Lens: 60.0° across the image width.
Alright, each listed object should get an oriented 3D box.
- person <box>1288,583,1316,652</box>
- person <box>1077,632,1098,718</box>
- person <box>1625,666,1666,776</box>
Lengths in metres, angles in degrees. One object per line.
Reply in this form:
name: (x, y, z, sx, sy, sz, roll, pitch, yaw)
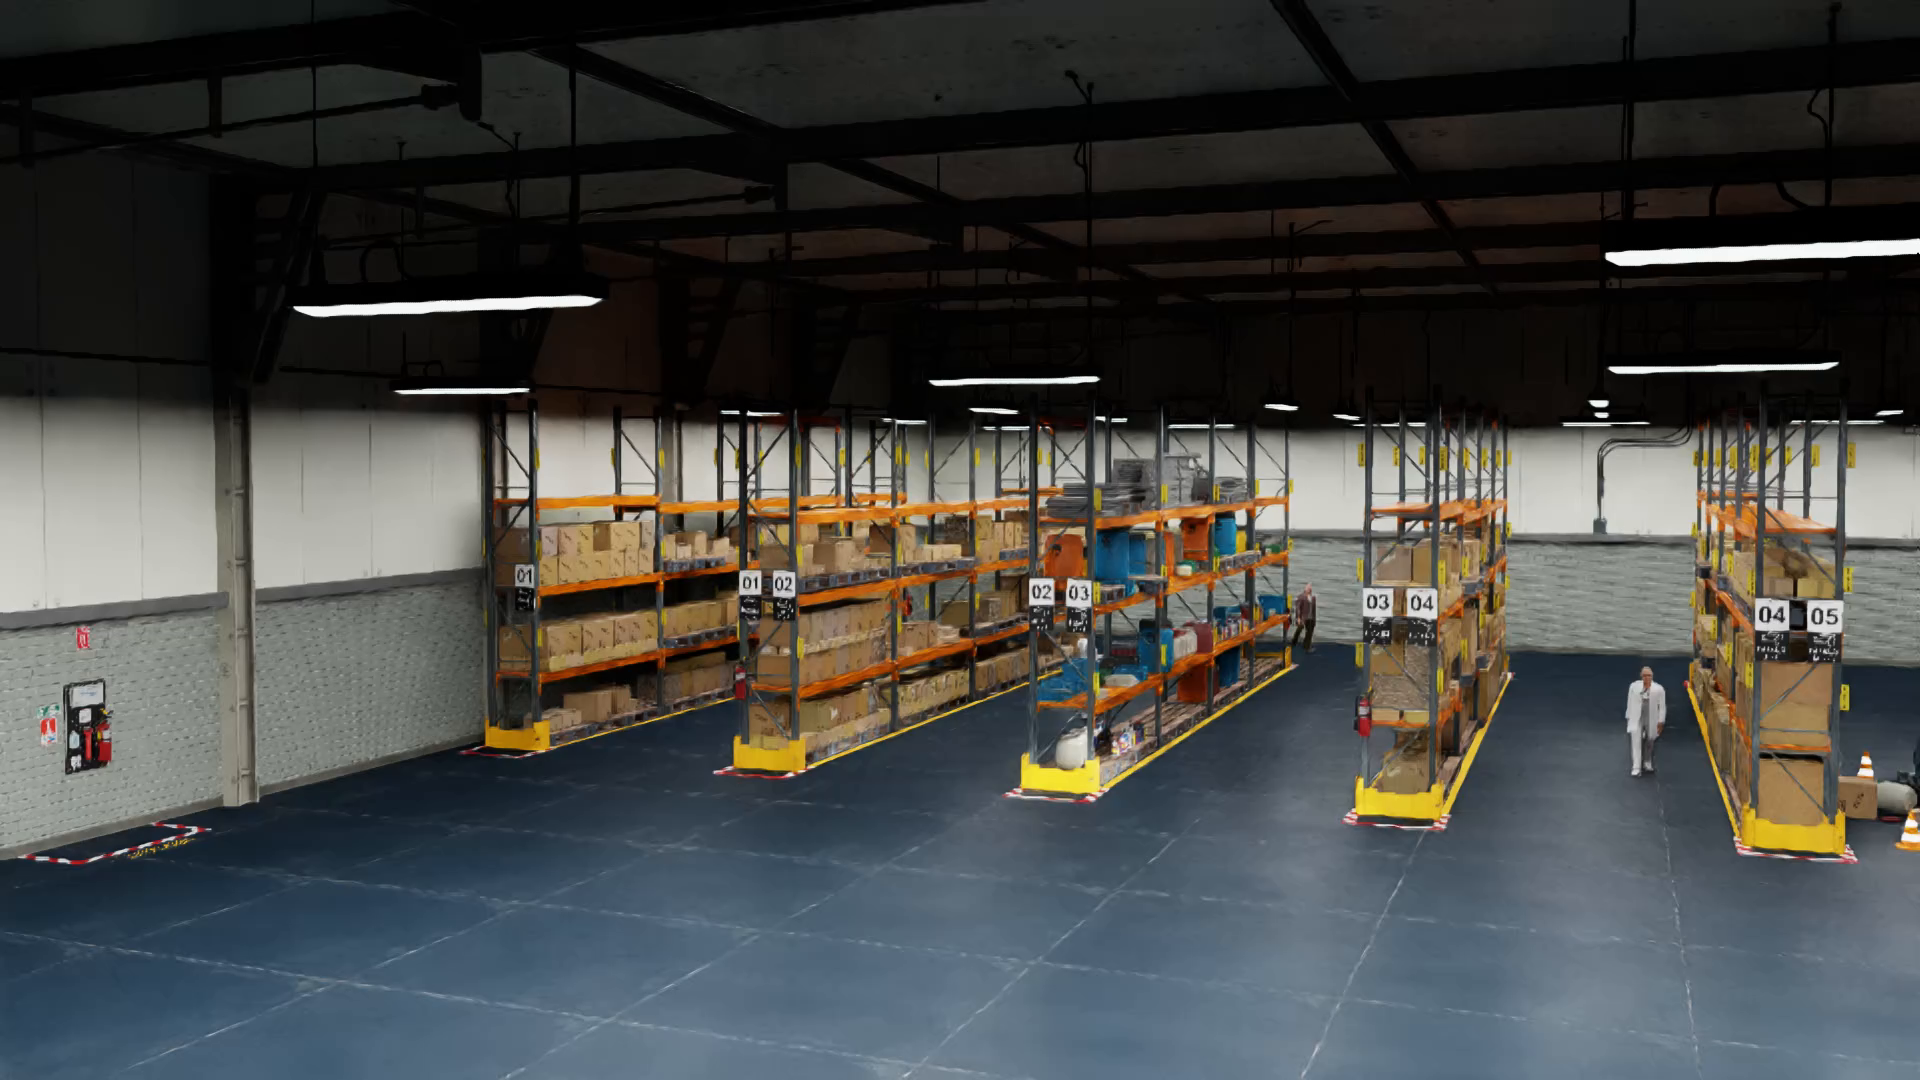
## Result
person: (8.839, 1.997, 43.031, 0.783, 1.769, 0.525, -1, 3, -19)
person: (2.500, 2.513, 32.031, 0.456, 1.786, 0.620, 0, 3, -10)
person: (10.809, 2.835, 26.203, 0.589, 1.697, 1.157, 1, 3, 20)
